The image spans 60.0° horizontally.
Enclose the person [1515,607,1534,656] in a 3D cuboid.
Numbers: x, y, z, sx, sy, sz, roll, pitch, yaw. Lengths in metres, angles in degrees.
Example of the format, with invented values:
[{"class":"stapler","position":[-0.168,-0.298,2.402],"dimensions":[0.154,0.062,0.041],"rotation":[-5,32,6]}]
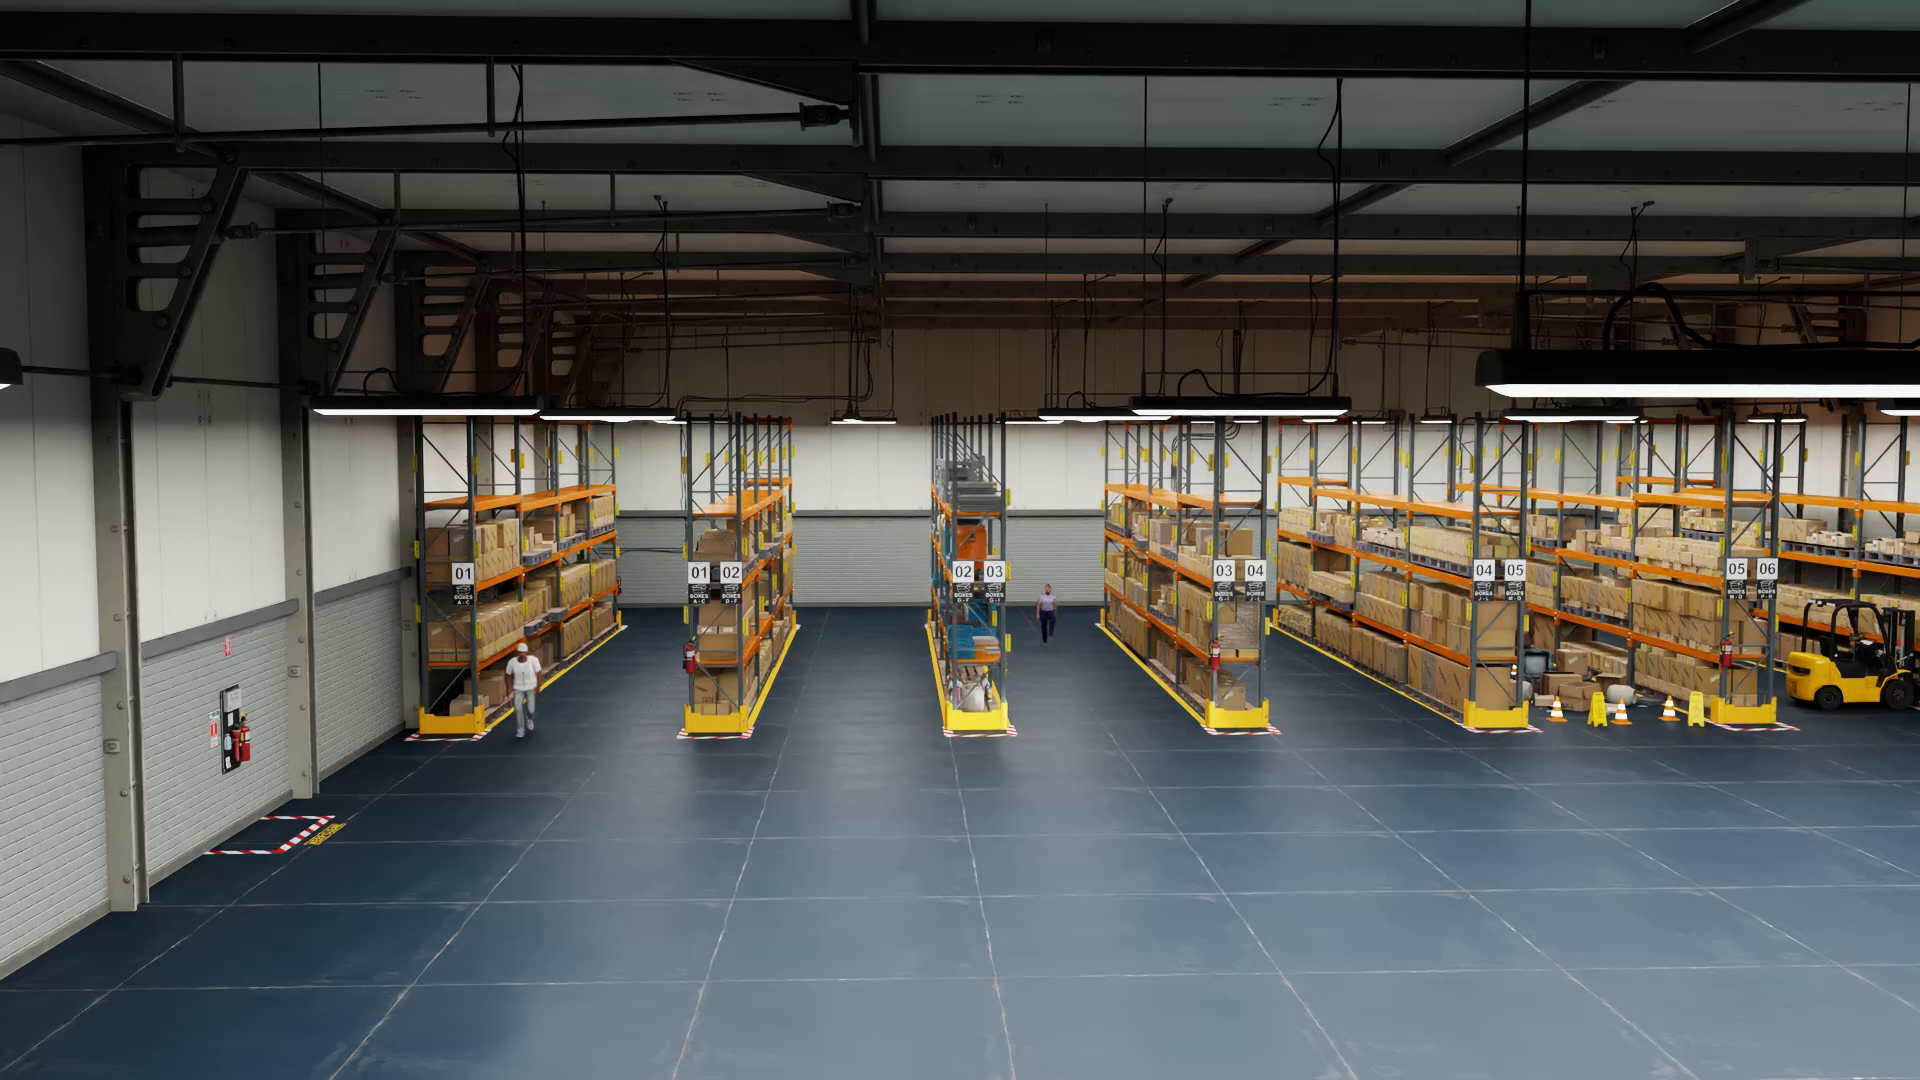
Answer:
[{"class":"person","position":[13.071,2.209,38.685],"dimensions":[0.604,1.776,0.596],"rotation":[0,4,-6]}]

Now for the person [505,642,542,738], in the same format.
[{"class":"person","position":[-8.098,2.754,30.841],"dimensions":[0.662,1.756,0.629],"rotation":[-1,4,-14]}]

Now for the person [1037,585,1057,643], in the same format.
[{"class":"person","position":[2.264,1.943,43.323],"dimensions":[0.531,1.554,0.992],"rotation":[0,4,2]}]

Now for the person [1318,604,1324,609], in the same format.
[{"class":"person","position":[11.029,1.366,50.930],"dimensions":[0.657,1.754,0.580],"rotation":[-3,5,-42]}]
